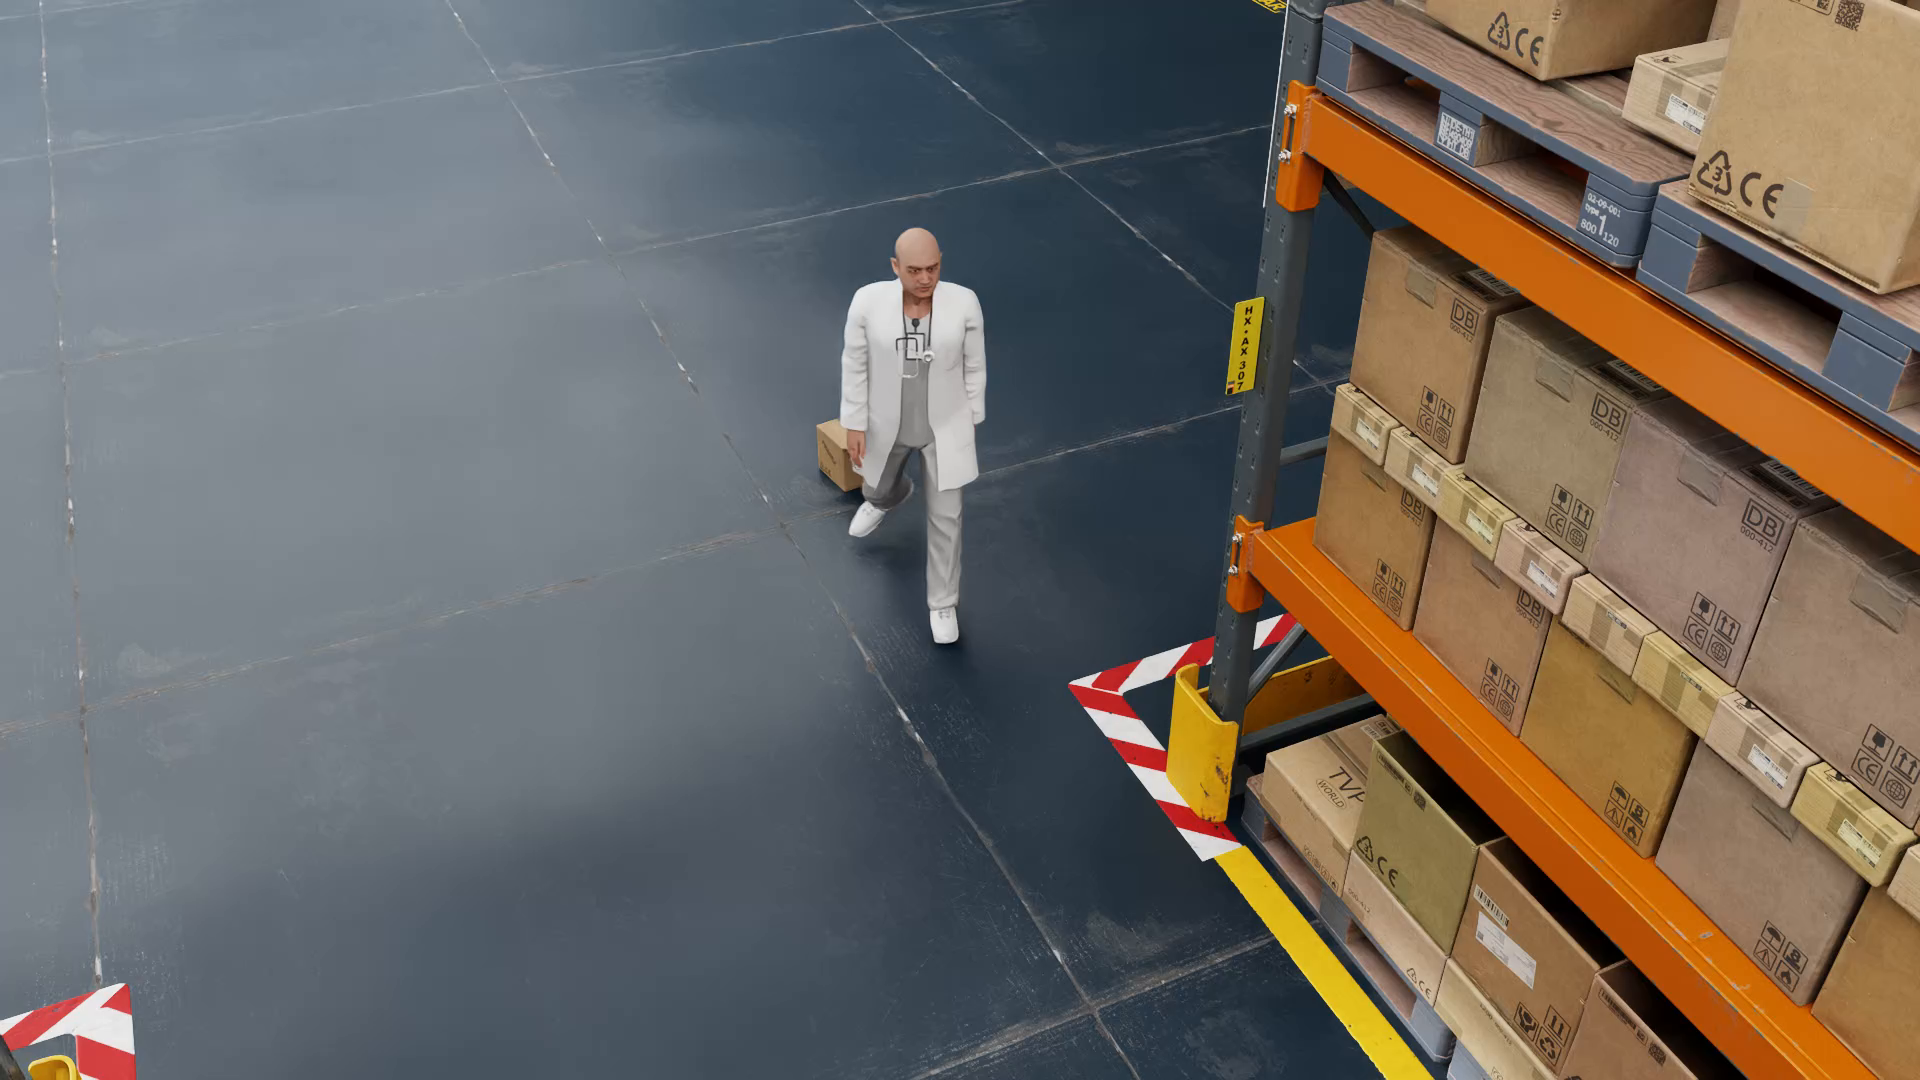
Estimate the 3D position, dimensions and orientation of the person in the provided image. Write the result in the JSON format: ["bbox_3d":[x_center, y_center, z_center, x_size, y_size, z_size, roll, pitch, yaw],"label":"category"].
[{"bbox_3d":[-0.203,-0.518,6.836,0.619,1.762,0.955,1,37,1],"label":"person"}]
